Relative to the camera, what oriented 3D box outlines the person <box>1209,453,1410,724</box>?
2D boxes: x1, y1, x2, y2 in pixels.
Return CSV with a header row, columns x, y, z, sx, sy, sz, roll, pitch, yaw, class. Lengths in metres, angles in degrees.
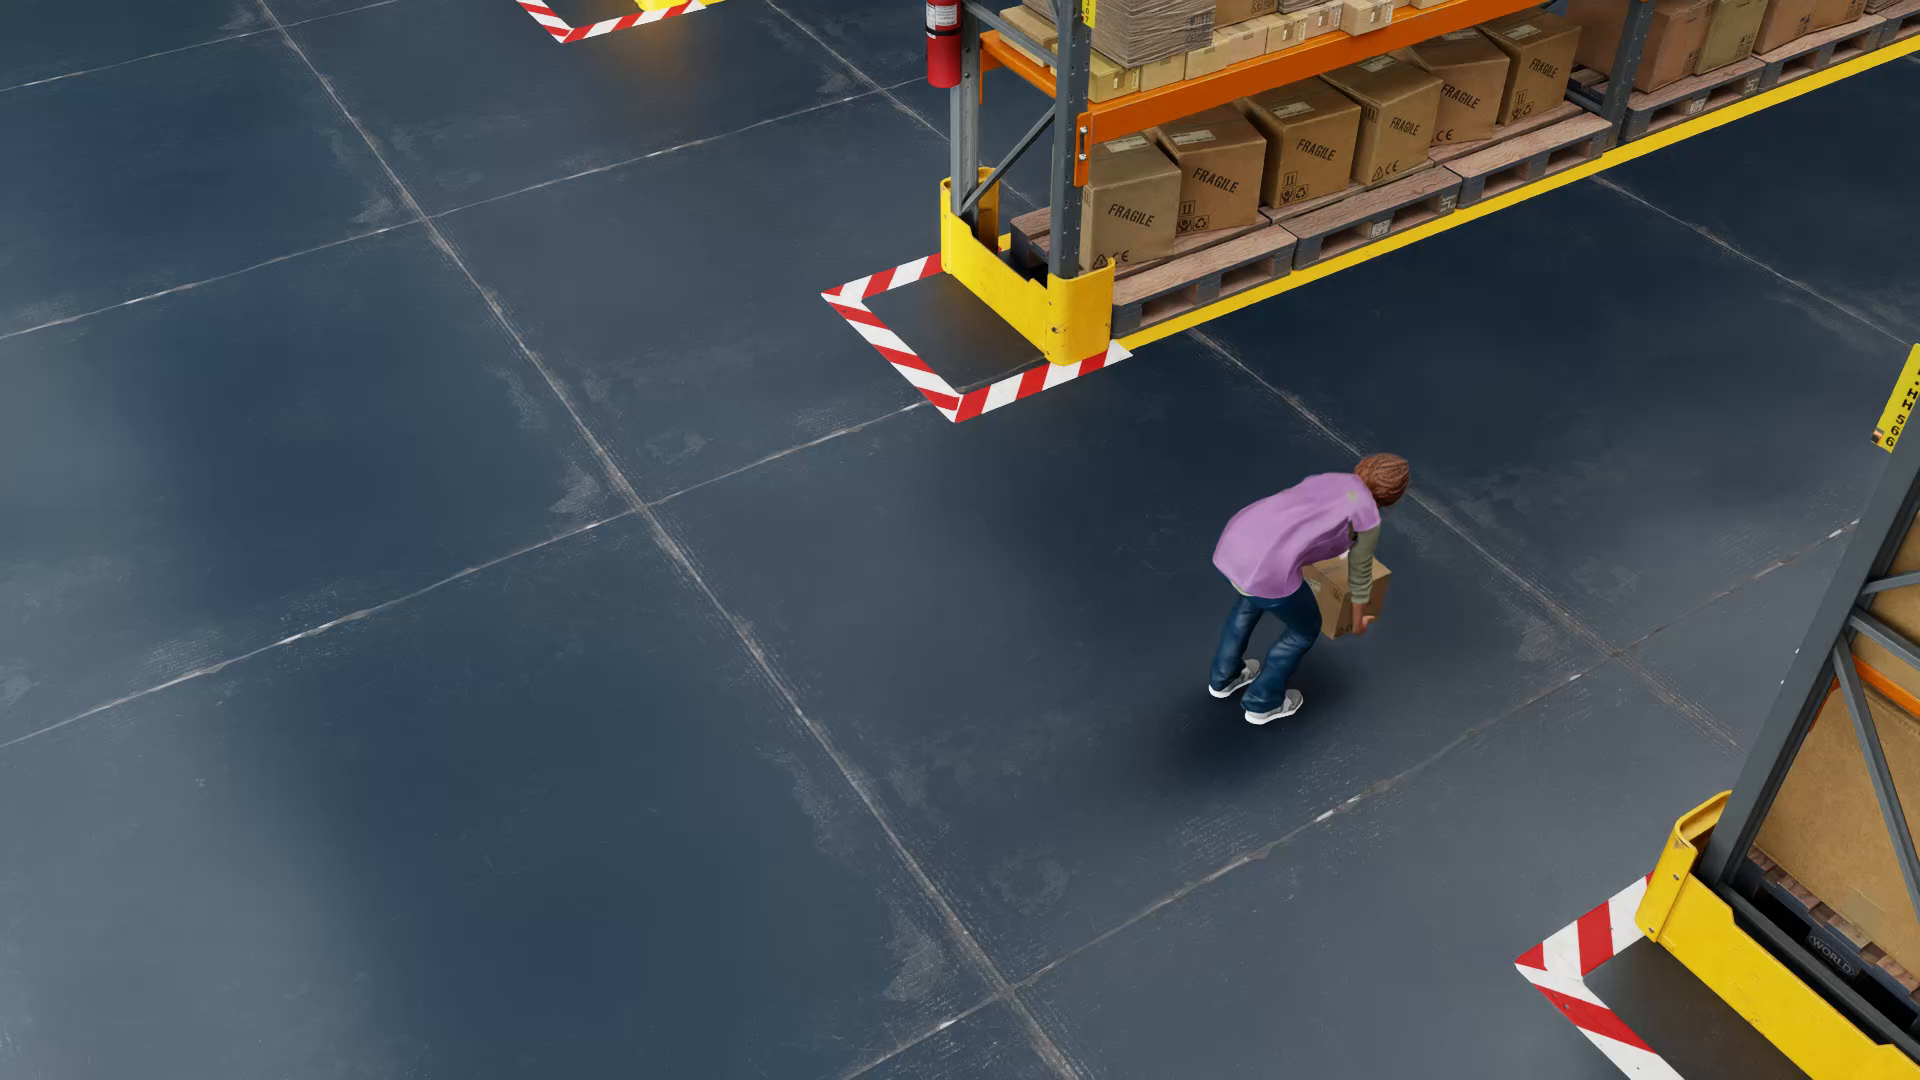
x,y,z,sx,sy,sz,roll,pitch,yaw,class
1.327,0.189,6.395,0.868,1.012,0.389,-24,47,-25,person
